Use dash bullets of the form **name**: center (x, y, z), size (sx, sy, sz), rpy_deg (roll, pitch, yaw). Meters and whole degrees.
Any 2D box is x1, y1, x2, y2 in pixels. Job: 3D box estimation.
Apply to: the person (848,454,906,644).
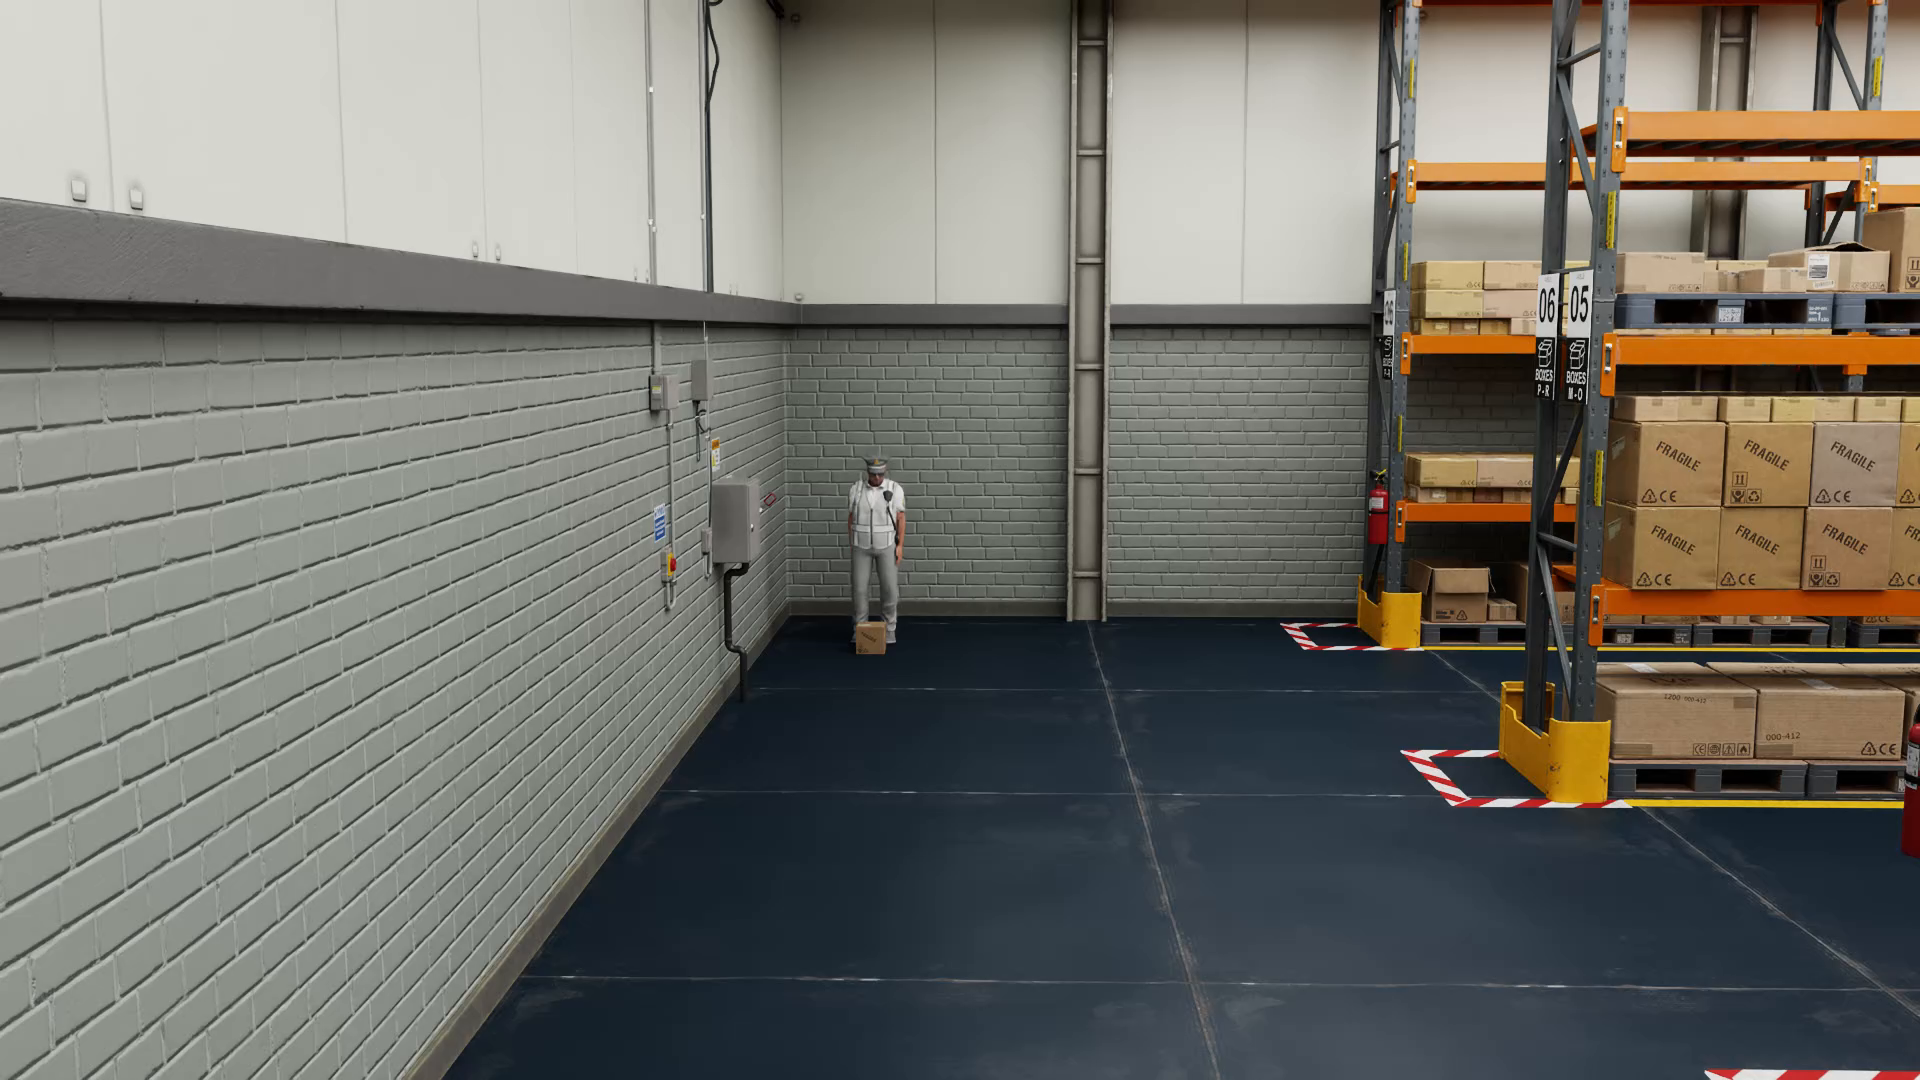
- **person**: center (-0.762, 0.077, 15.227), size (0.534, 1.735, 0.389), rpy_deg (0, 7, 2)
